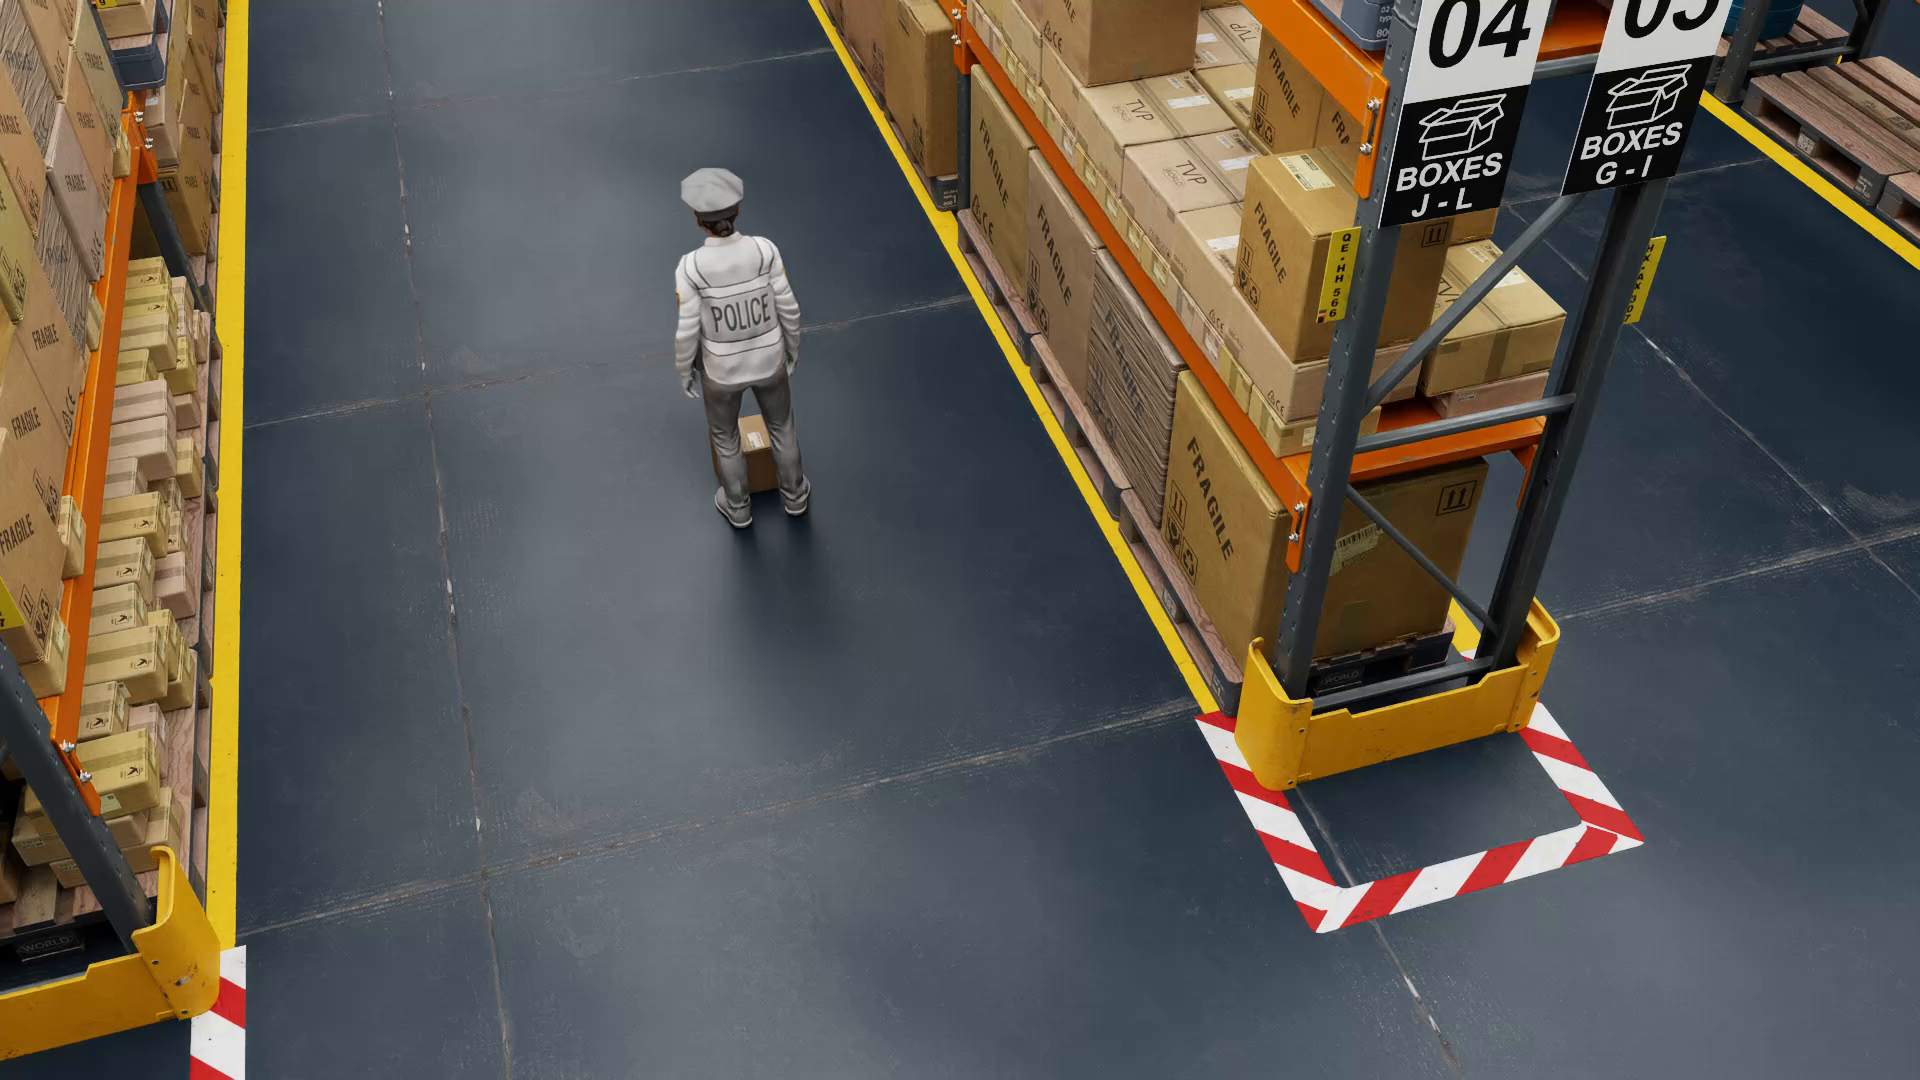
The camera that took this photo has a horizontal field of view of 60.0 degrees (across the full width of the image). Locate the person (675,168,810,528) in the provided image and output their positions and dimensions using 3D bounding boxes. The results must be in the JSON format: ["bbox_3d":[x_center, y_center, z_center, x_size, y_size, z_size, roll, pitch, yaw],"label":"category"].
[{"bbox_3d":[-0.920,-0.748,6.974,0.546,1.664,0.376,-15,44,-15],"label":"person"}]
